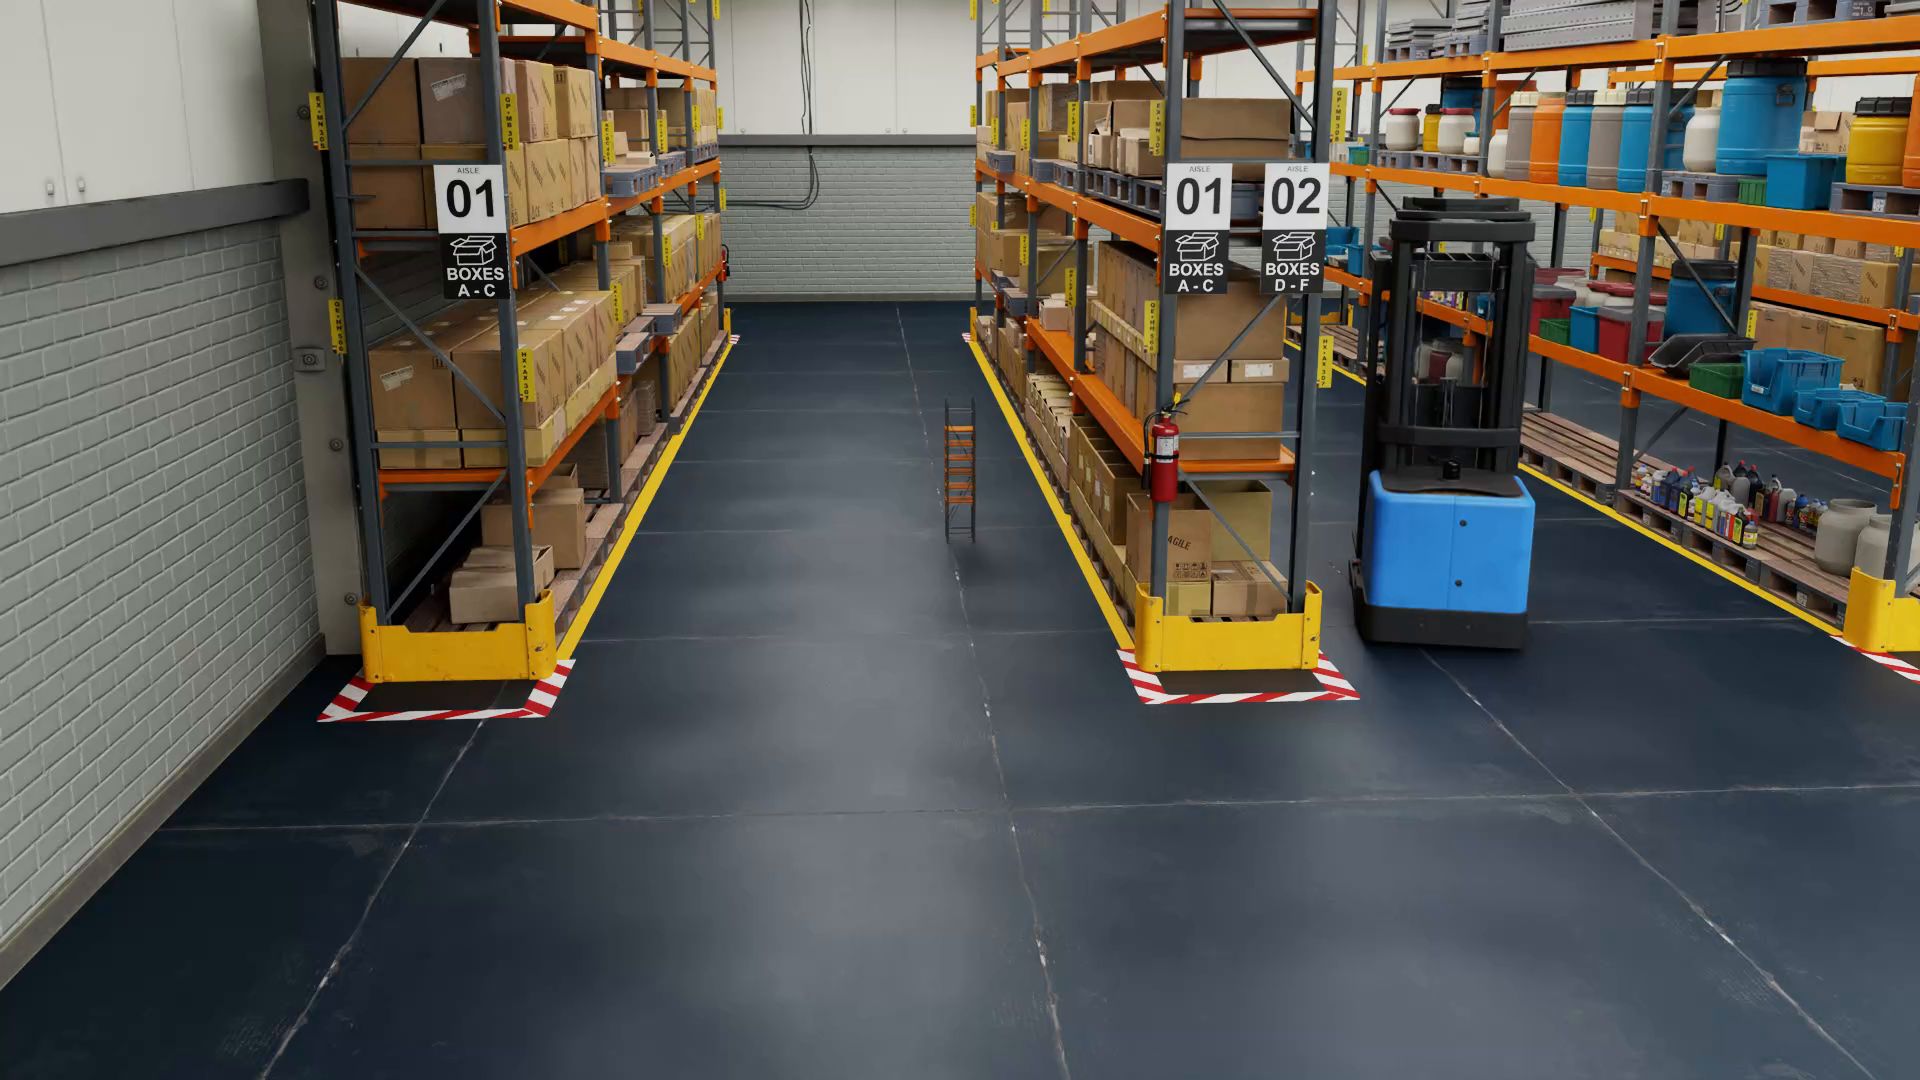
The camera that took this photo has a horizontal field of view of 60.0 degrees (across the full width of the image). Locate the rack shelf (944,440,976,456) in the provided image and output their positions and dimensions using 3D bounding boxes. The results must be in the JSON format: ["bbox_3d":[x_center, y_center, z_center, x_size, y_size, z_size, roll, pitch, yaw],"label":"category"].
[{"bbox_3d":[0.001,-0.767,13.814,0.258,0.103,0.180,-1,14,-3],"label":"rack shelf"}]

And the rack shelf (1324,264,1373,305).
[{"bbox_3d":[5.818,-3.867,24.481,1.077,0.370,4.000,-1,14,-3],"label":"rack shelf"}]

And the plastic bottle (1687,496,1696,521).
[{"bbox_3d":[6.079,-0.262,13.757,0.097,0.201,0.097,0,14,0],"label":"plastic bottle"}]

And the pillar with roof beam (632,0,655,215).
[{"bbox_3d":[-0.928,-8.190,27.799,9.100,9.000,0.400,-1,14,-3],"label":"pillar with roof beam"}]

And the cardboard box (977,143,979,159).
[{"bbox_3d":[0.528,-5.886,25.164,0.500,0.250,0.500,-1,14,-3],"label":"cardboard box"}]

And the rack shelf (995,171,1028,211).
[{"bbox_3d":[1.122,-4.250,19.947,1.077,0.370,4.000,-1,14,-3],"label":"rack shelf"}]

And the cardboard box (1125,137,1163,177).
[{"bbox_3d":[1.407,-2.592,11.238,0.500,0.250,0.500,-1,14,-3],"label":"cardboard box"}]

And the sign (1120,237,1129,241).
[{"bbox_3d":[1.799,-3.218,18.190,0.100,0.325,0.005,-1,14,-3],"label":"sign"}]

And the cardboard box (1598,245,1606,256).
[{"bbox_3d":[10.330,-4.575,26.290,0.380,0.149,0.250,-1,14,-3],"label":"cardboard box"}]

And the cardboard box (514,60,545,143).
[{"bbox_3d":[-2.965,-2.801,10.626,0.500,0.500,0.500,-1,14,-4],"label":"cardboard box"}]

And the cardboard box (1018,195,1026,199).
[{"bbox_3d":[1.121,-4.809,24.491,0.500,0.500,0.500,0,14,-2],"label":"cardboard box"}]

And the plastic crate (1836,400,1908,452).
[{"bbox_3d":[6.356,-0.782,11.343,0.499,0.251,0.616,-1,14,-3],"label":"plastic crate"}]

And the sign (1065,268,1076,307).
[{"bbox_3d":[0.953,-2.165,14.255,0.100,0.325,0.005,-1,14,-3],"label":"sign"}]

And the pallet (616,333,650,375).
[{"bbox_3d":[-3.353,-1.675,14.902,1.003,0.211,1.213,-1,14,-3],"label":"pallet"}]

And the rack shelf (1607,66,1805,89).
[{"bbox_3d":[10.761,-6.655,24.080,1.077,0.370,4.000,-1,14,-3],"label":"rack shelf"}]

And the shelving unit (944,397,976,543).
[{"bbox_3d":[0.001,-0.577,13.863,0.258,1.200,0.189,-1,14,-3],"label":"shelving unit"}]

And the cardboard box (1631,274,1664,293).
[{"bbox_3d":[10.813,-3.580,25.341,0.875,0.875,0.875,-1,14,-3],"label":"cardboard box"}]

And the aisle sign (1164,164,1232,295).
[{"bbox_3d":[1.452,-1.896,10.160,0.394,0.787,0.004,-1,14,-3],"label":"aisle sign"}]

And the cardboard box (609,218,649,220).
[{"bbox_3d":[-4.139,-3.882,20.753,0.500,0.250,0.500,-1,14,-3],"label":"cardboard box"}]

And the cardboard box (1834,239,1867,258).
[{"bbox_3d":[11.066,-3.678,20.089,0.797,0.503,0.637,-1,14,-2],"label":"cardboard box"}]

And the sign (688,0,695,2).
[{"bbox_3d":[-3.405,-6.973,21.034,0.100,0.325,0.005,-1,14,-3],"label":"sign"}]

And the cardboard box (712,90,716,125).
[{"bbox_3d":[-3.876,-6.377,24.526,0.500,0.500,0.500,-1,14,-4],"label":"cardboard box"}]

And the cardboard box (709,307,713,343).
[{"bbox_3d":[-3.988,-3.131,24.349,0.700,0.500,0.500,-1,14,-5],"label":"cardboard box"}]

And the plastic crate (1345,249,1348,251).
[{"bbox_3d":[5.929,-4.342,25.292,0.396,0.136,0.243,-1,14,-3],"label":"plastic crate"}]

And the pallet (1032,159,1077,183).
[{"bbox_3d":[1.377,-3.842,17.297,1.213,0.211,1.003,0,14,-1],"label":"pallet"}]

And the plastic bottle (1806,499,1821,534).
[{"bbox_3d":[6.857,-0.192,13.343,0.097,0.271,0.097,0,14,0],"label":"plastic bottle"}]

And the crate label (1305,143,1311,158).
[{"bbox_3d":[5.429,-5.859,25.058,0.408,0.251,0.502,-1,14,-3],"label":"crate label"}]

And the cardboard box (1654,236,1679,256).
[{"bbox_3d":[10.502,-4.354,24.631,0.500,0.250,0.500,-1,14,-5],"label":"cardboard box"}]

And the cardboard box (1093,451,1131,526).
[{"bbox_3d":[1.305,-0.395,12.712,0.500,0.500,0.500,-1,14,-3],"label":"cardboard box"}]

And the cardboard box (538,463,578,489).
[{"bbox_3d":[-3.346,-0.321,13.387,0.500,0.500,0.500,-2,15,-8],"label":"cardboard box"}]

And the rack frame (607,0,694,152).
[{"bbox_3d":[-3.946,-6.471,21.116,1.000,3.000,0.127,-1,14,-3],"label":"rack frame"}]

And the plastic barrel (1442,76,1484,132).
[{"bbox_3d":[6.200,-5.195,20.329,0.600,0.901,0.708,-1,14,-3],"label":"plastic barrel"}]

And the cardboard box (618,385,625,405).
[{"bbox_3d":[-3.592,-1.487,16.416,0.500,0.250,0.500,-1,14,-4],"label":"cardboard box"}]

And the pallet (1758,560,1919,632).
[{"bbox_3d":[6.589,0.396,12.063,1.003,0.211,1.213,-1,14,-3],"label":"pallet"}]

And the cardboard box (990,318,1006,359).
[{"bbox_3d":[0.679,-2.783,22.955,0.500,0.500,0.500,-1,14,-3],"label":"cardboard box"}]

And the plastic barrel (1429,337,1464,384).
[{"bbox_3d":[6.072,-2.161,20.403,0.600,0.588,0.708,-1,14,-3],"label":"plastic barrel"}]

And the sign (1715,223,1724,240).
[{"bbox_3d":[10.332,-4.243,22.603,0.100,0.325,0.005,-1,14,-3],"label":"sign"}]

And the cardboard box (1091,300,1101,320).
[{"bbox_3d":[1.317,-1.946,14.067,0.380,0.149,0.250,-1,14,-4],"label":"cardboard box"}]

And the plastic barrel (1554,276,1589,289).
[{"bbox_3d":[6.467,-2.525,17.596,0.421,0.512,0.421,0,14,0],"label":"plastic barrel"}]

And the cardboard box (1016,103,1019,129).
[{"bbox_3d":[1.020,-5.103,20.578,0.600,0.600,0.600,-1,14,-4],"label":"cardboard box"}]

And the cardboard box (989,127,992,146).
[{"bbox_3d":[0.669,-5.506,22.684,0.500,0.250,0.500,-1,14,-3],"label":"cardboard box"}]

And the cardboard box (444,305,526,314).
[{"bbox_3d":[-3.576,-1.503,12.605,0.500,0.500,0.500,0,14,-2],"label":"cardboard box"}]

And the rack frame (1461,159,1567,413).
[{"bbox_3d":[6.190,-2.724,18.592,1.000,3.000,0.127,-1,14,-3],"label":"rack frame"}]

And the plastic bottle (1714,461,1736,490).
[{"bbox_3d":[6.621,-0.501,14.387,0.144,0.351,0.185,-1,14,-3],"label":"plastic bottle"}]

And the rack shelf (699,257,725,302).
[{"bbox_3d":[-4.070,-3.714,23.887,1.077,0.370,4.000,-1,14,-3],"label":"rack shelf"}]

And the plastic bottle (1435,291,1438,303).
[{"bbox_3d":[5.705,-2.929,19.788,0.097,0.201,0.097,0,14,0],"label":"plastic bottle"}]

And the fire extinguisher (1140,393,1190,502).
[{"bbox_3d":[1.285,-0.584,10.433,0.296,0.674,0.183,-1,14,-3],"label":"fire extinguisher"}]

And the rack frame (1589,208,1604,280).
[{"bbox_3d":[10.638,-4.790,26.622,1.000,3.000,0.127,-1,14,-3],"label":"rack frame"}]

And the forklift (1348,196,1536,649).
[{"bbox_3d":[3.498,-1.023,12.119,1.130,2.935,3.031,3,15,10],"label":"forklift"}]

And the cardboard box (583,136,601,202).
[{"bbox_3d":[-3.172,-2.964,13.267,0.500,0.500,0.500,0,14,-2],"label":"cardboard box"}]

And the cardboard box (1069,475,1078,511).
[{"bbox_3d":[1.220,-0.405,14.256,0.500,0.250,0.500,-1,14,-3],"label":"cardboard box"}]

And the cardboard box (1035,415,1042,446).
[{"bbox_3d":[1.055,-1.131,17.077,0.500,0.250,0.500,-1,14,-5],"label":"cardboard box"}]

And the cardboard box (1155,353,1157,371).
[{"bbox_3d":[1.510,-1.178,11.083,0.380,0.149,0.250,-1,14,-2],"label":"cardboard box"}]

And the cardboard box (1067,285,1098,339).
[{"bbox_3d":[1.366,-2.279,16.665,0.500,0.500,0.500,-2,15,-6],"label":"cardboard box"}]

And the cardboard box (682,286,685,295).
[{"bbox_3d":[-3.608,-3.120,20.595,0.380,0.149,0.250,-1,14,-3],"label":"cardboard box"}]

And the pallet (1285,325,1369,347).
[{"bbox_3d":[5.706,-3.157,25.873,1.003,0.211,1.213,-1,14,-3],"label":"pallet"}]

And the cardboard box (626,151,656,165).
[{"bbox_3d":[-3.384,-3.815,16.952,0.500,0.311,0.500,-1,14,-3],"label":"cardboard box"}]

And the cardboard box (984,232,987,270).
[{"bbox_3d":[0.609,-4.194,24.107,0.500,0.500,0.500,-1,14,-3],"label":"cardboard box"}]

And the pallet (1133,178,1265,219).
[{"bbox_3d":[1.723,-2.245,10.888,1.003,0.211,1.213,-1,14,-3],"label":"pallet"}]
